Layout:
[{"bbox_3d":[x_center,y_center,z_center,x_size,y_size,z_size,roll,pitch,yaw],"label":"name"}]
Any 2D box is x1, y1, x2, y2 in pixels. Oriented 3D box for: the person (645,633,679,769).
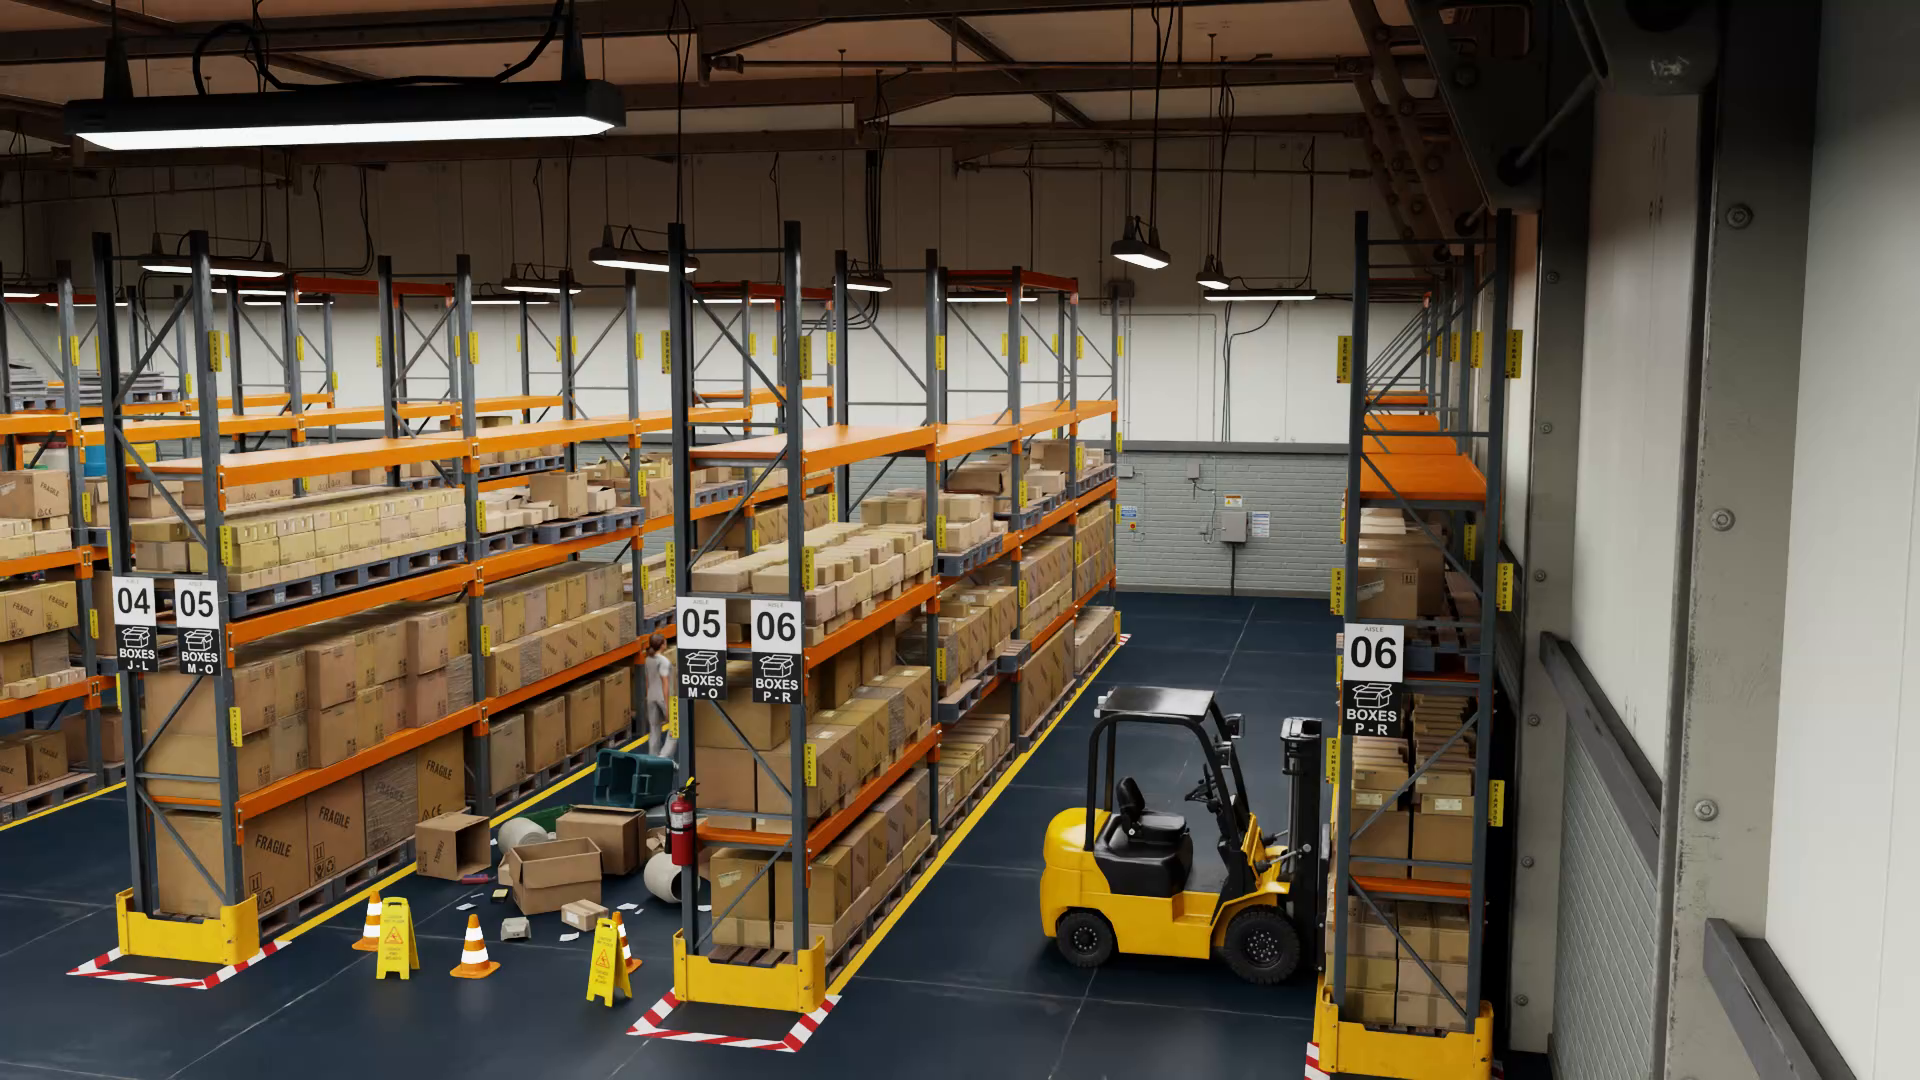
[{"bbox_3d":[-3.562,1.927,19.746,0.483,1.656,0.493,3,8,23],"label":"person"}]
